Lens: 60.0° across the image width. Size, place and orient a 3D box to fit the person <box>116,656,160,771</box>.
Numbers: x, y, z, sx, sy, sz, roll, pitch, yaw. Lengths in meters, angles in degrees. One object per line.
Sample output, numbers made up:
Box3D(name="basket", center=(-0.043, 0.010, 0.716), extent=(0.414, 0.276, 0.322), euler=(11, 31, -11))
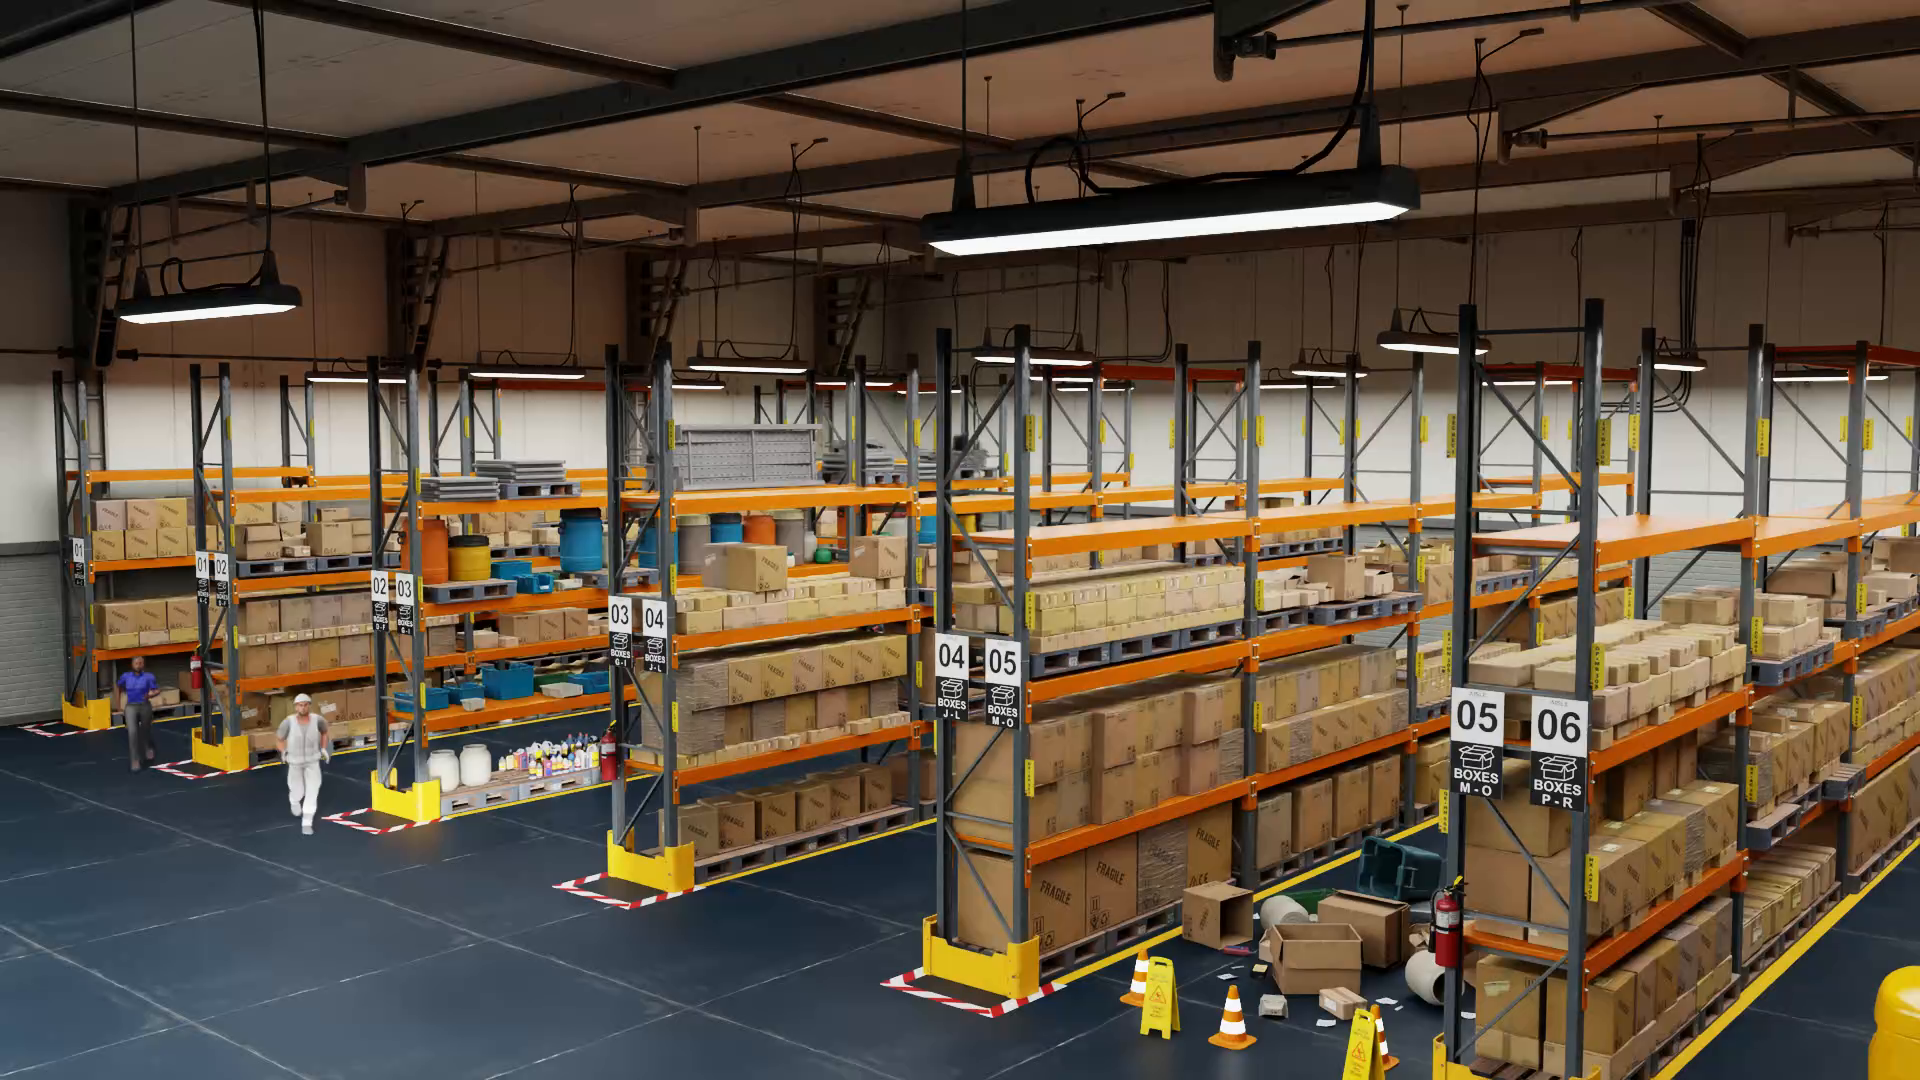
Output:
Box3D(name="person", center=(-12.226, 2.536, 24.745), extent=(0.595, 1.639, 0.973), euler=(-2, 4, -24))

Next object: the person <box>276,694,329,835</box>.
Box3D(name="person", center=(-8.274, 2.780, 20.935), extent=(0.625, 1.747, 0.864), euler=(-2, 5, -28))
